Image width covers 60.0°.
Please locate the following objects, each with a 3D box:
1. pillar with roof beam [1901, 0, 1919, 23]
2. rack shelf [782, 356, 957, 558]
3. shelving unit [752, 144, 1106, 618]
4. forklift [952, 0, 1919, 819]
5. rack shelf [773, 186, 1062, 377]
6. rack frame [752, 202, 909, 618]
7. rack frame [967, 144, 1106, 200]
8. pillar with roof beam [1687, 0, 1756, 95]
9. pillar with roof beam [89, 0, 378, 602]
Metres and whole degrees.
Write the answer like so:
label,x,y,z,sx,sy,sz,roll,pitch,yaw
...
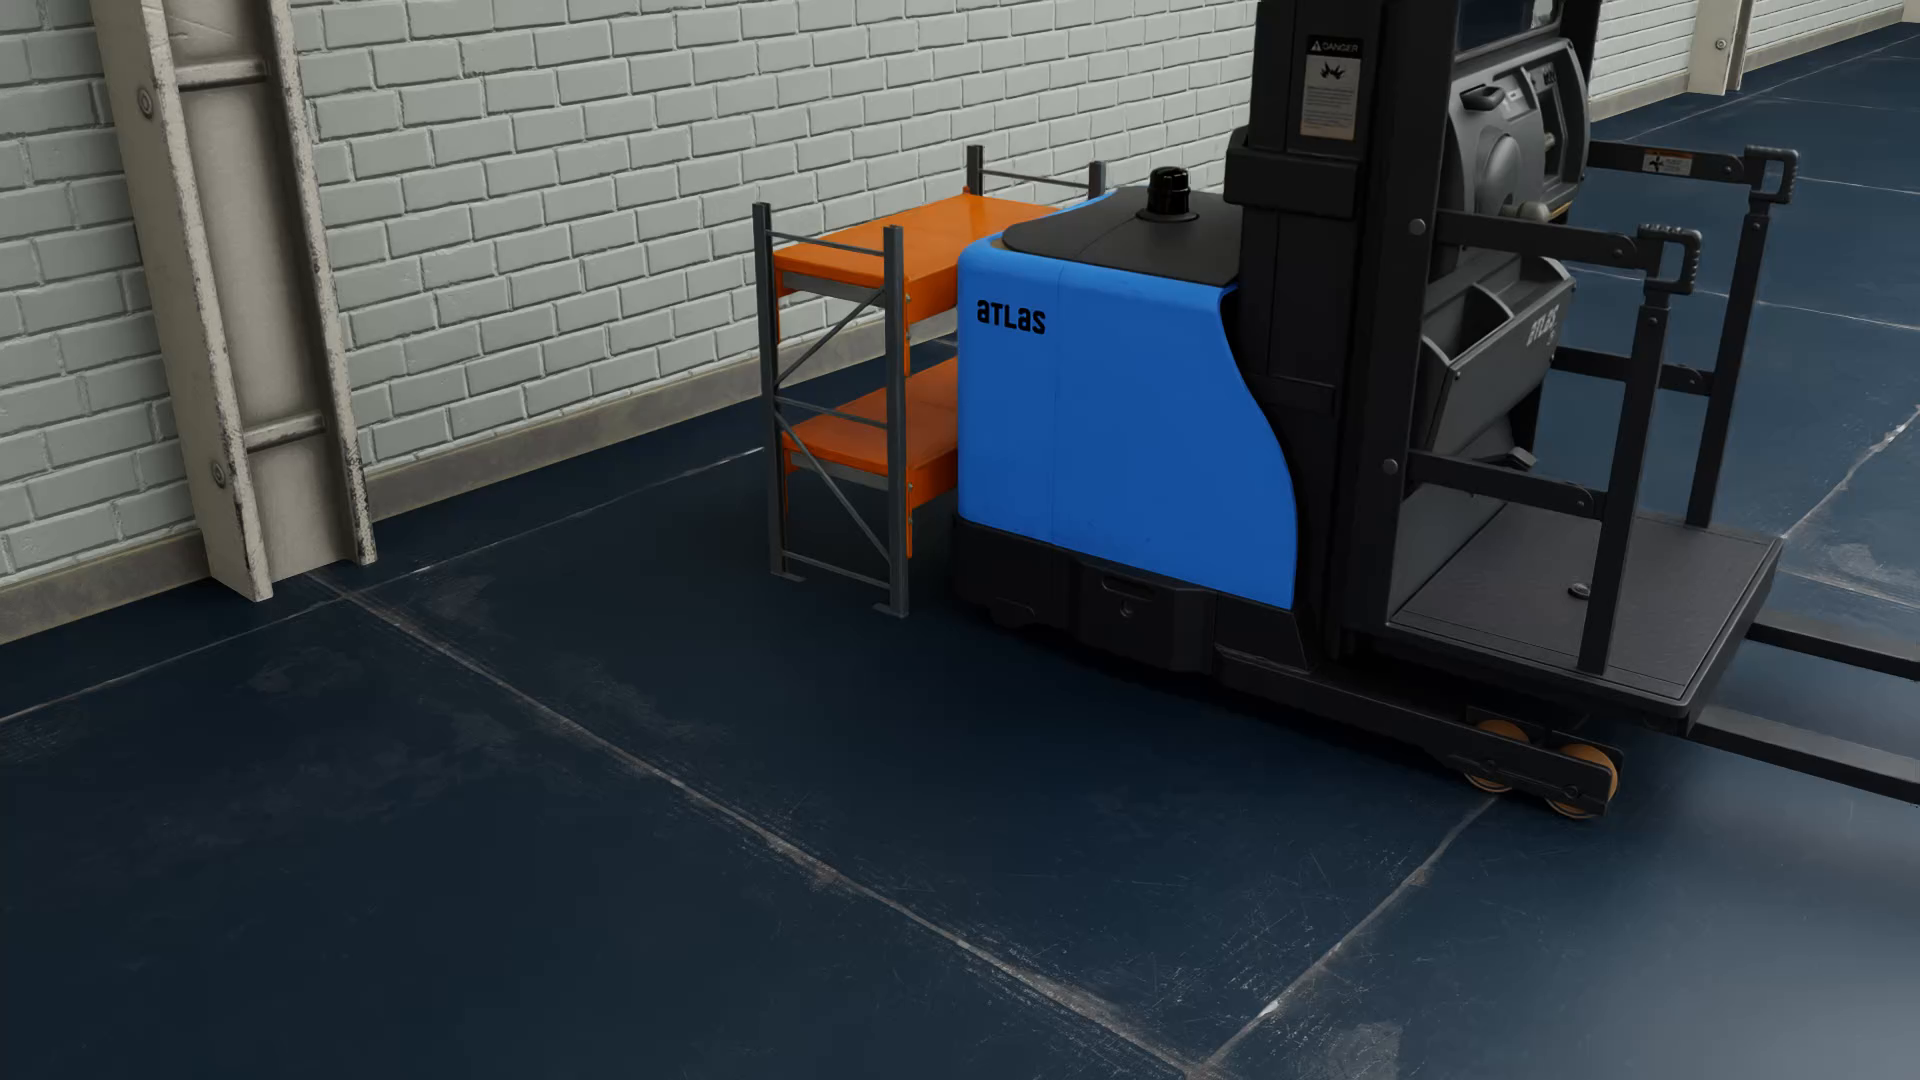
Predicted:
label,x,y,z,sx,sy,sz,roll,pitch,yaw
pillar with roof beam,13.185,-8.335,12.841,9.100,9.000,0.400,20,31,38
rack shelf,-0.062,-0.300,5.143,0.538,0.278,1.000,16,29,32
shelving unit,-0.062,-0.523,5.043,0.538,1.125,1.048,16,29,32
forklift,1.478,-0.945,3.776,3.031,2.935,1.130,16,29,31
rack shelf,-0.062,-0.791,4.923,0.538,0.278,1.000,16,29,32
rack frame,-0.359,-0.355,4.666,0.500,1.125,0.032,16,29,32
rack frame,0.234,-0.692,5.419,0.500,1.125,0.032,16,29,32
pillar with roof beam,9.180,-6.507,8.764,9.100,9.000,0.400,20,31,38
pillar with roof beam,1.171,-2.851,0.610,9.100,9.000,0.400,20,31,38
